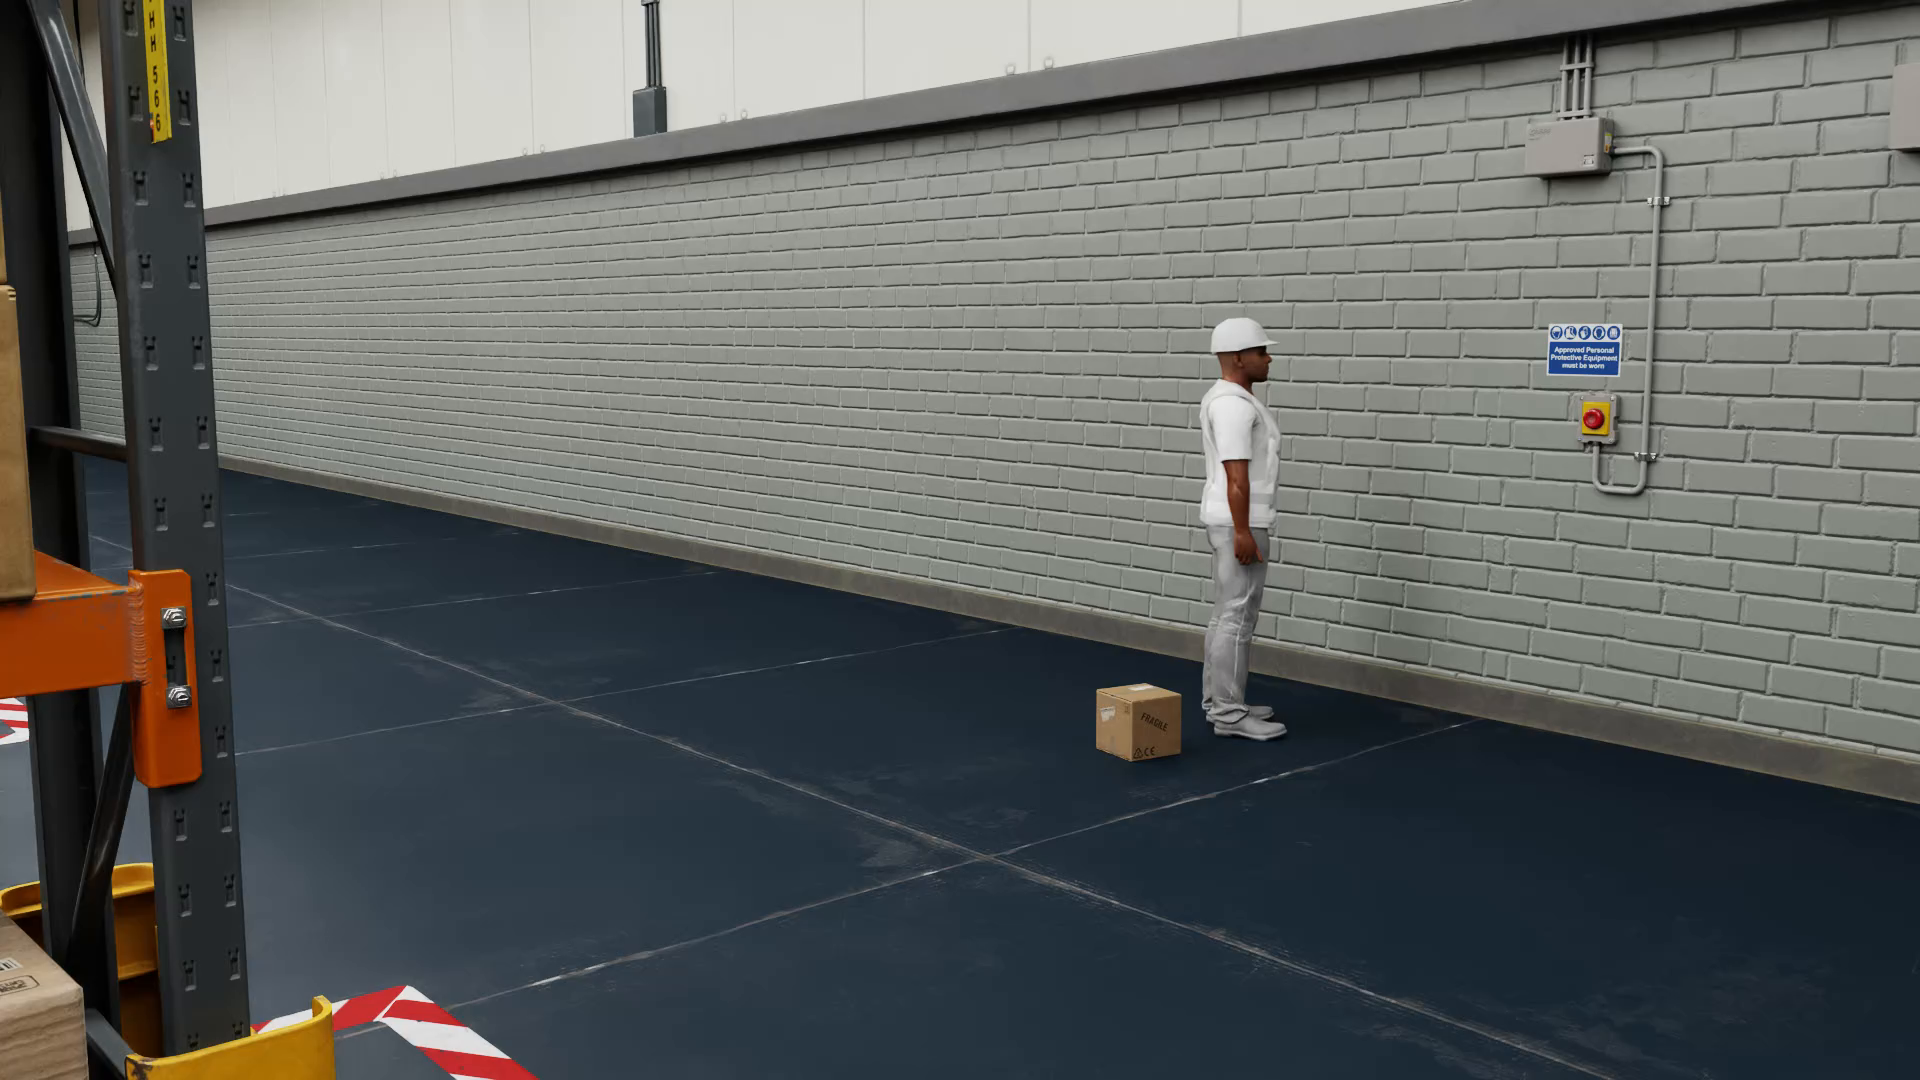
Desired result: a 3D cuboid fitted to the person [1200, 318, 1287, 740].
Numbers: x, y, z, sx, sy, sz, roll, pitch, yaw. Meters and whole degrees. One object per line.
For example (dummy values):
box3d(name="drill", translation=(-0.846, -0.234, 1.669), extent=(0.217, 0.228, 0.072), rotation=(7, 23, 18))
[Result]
box3d(name="person", translation=(1.209, -0.061, 7.139), extent=(0.366, 1.771, 0.550), rotation=(0, 7, 2))
